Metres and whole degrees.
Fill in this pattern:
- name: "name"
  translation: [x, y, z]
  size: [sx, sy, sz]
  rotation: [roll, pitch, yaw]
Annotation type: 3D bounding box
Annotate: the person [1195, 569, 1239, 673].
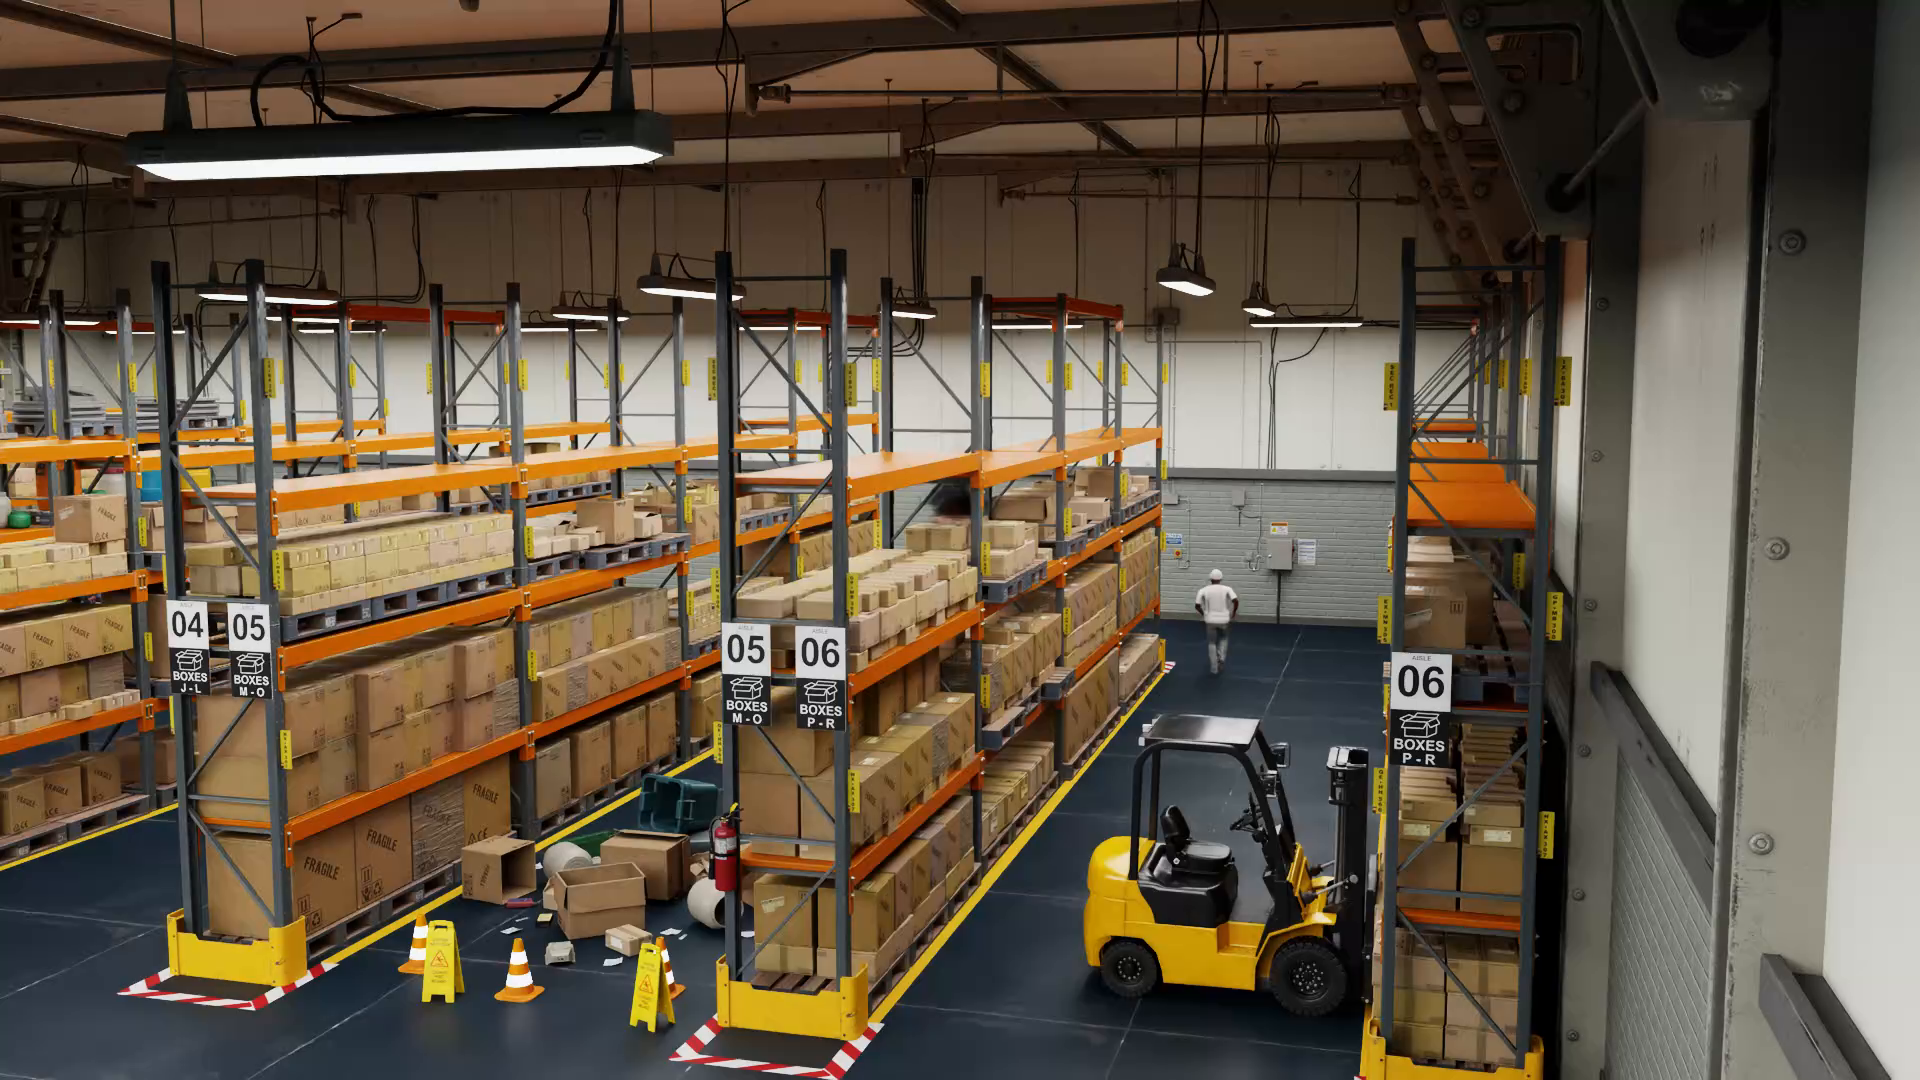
- name: "person"
  translation: [4.301, 1.355, 27.866]
  size: [0.719, 1.747, 0.637]
  rotation: [1, 6, 9]
